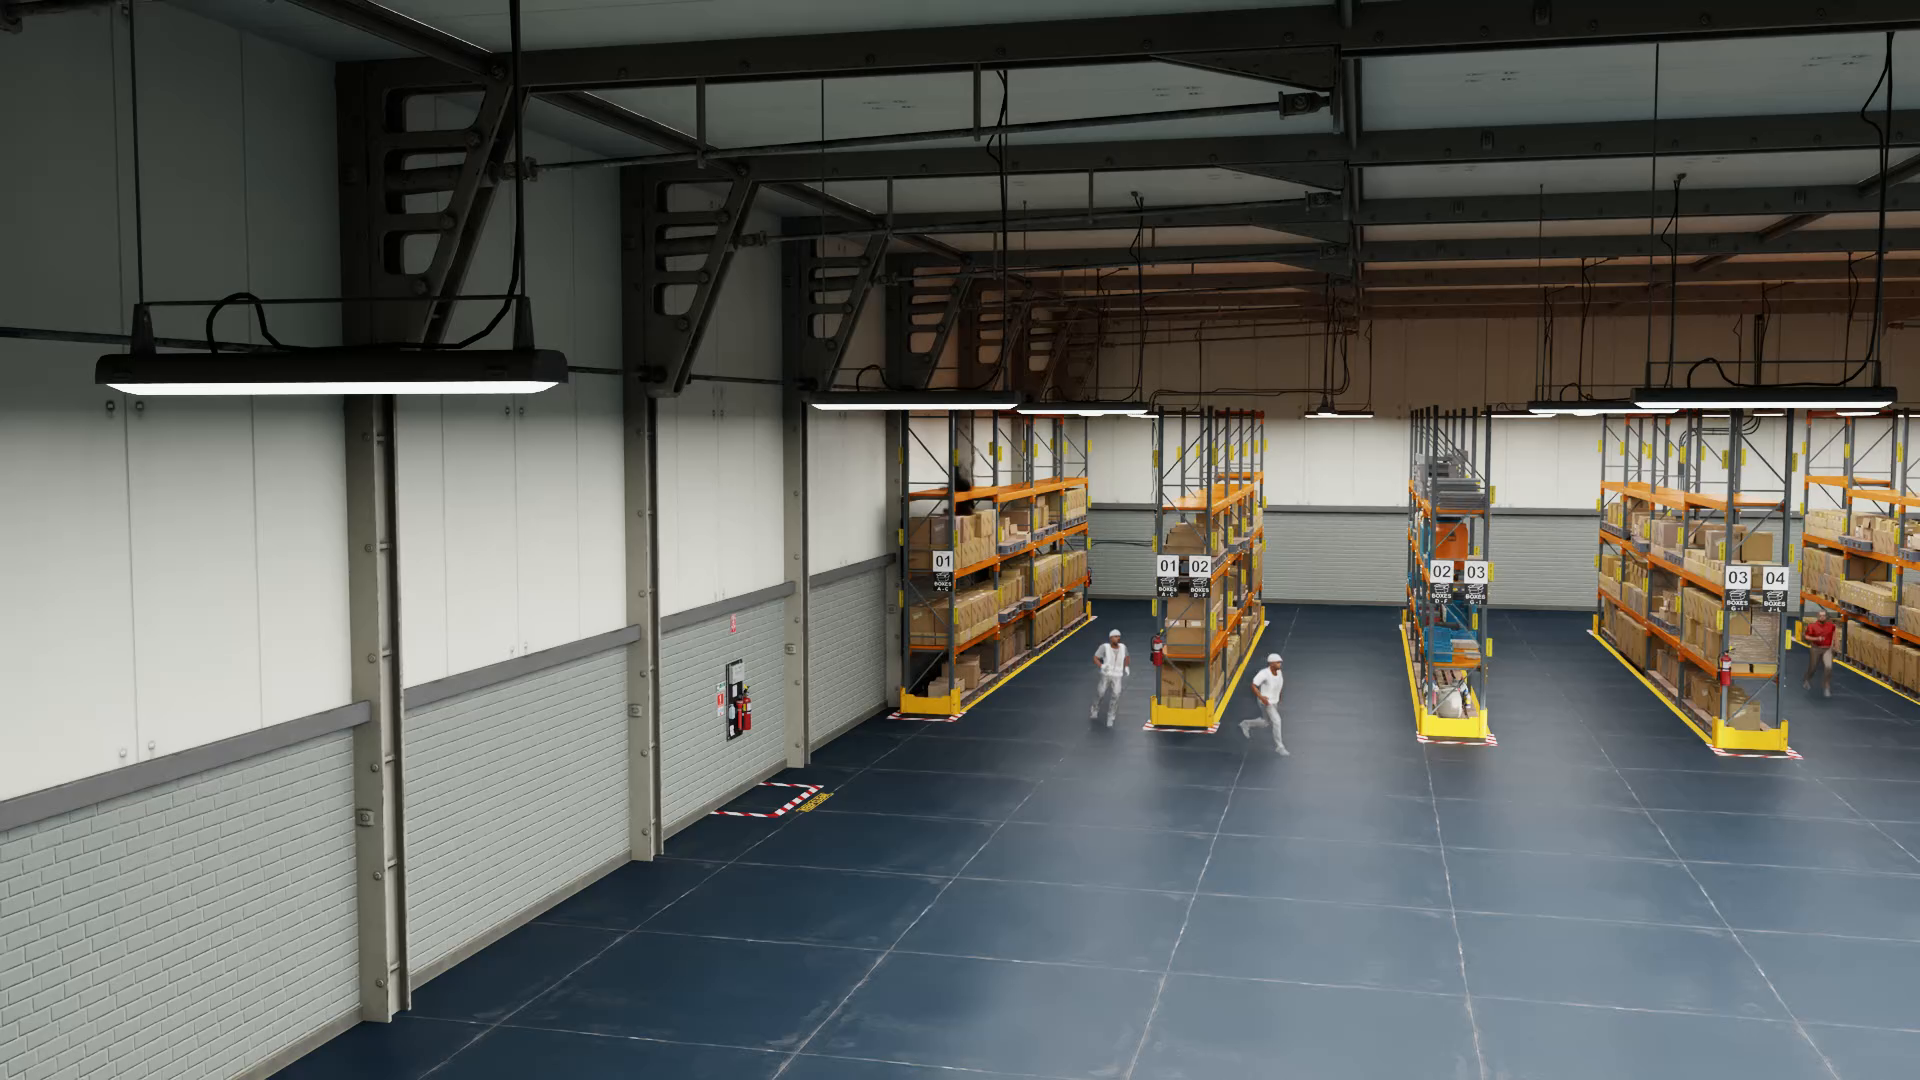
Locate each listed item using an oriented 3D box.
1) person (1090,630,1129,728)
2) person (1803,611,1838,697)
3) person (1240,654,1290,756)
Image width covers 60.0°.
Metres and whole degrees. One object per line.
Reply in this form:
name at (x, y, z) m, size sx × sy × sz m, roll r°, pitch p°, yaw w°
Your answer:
person at (2.872, 2.592, 31.422) m, size 0.744 × 1.797 × 0.826 m, roll -1°, pitch 4°, yaw -8°
person at (18.061, 2.368, 34.912) m, size 0.671 × 1.779 × 0.932 m, roll 1°, pitch 4°, yaw 13°
person at (5.272, 2.816, 28.740) m, size 1.004 × 1.752 × 0.701 m, roll 3°, pitch 5°, yaw 40°
